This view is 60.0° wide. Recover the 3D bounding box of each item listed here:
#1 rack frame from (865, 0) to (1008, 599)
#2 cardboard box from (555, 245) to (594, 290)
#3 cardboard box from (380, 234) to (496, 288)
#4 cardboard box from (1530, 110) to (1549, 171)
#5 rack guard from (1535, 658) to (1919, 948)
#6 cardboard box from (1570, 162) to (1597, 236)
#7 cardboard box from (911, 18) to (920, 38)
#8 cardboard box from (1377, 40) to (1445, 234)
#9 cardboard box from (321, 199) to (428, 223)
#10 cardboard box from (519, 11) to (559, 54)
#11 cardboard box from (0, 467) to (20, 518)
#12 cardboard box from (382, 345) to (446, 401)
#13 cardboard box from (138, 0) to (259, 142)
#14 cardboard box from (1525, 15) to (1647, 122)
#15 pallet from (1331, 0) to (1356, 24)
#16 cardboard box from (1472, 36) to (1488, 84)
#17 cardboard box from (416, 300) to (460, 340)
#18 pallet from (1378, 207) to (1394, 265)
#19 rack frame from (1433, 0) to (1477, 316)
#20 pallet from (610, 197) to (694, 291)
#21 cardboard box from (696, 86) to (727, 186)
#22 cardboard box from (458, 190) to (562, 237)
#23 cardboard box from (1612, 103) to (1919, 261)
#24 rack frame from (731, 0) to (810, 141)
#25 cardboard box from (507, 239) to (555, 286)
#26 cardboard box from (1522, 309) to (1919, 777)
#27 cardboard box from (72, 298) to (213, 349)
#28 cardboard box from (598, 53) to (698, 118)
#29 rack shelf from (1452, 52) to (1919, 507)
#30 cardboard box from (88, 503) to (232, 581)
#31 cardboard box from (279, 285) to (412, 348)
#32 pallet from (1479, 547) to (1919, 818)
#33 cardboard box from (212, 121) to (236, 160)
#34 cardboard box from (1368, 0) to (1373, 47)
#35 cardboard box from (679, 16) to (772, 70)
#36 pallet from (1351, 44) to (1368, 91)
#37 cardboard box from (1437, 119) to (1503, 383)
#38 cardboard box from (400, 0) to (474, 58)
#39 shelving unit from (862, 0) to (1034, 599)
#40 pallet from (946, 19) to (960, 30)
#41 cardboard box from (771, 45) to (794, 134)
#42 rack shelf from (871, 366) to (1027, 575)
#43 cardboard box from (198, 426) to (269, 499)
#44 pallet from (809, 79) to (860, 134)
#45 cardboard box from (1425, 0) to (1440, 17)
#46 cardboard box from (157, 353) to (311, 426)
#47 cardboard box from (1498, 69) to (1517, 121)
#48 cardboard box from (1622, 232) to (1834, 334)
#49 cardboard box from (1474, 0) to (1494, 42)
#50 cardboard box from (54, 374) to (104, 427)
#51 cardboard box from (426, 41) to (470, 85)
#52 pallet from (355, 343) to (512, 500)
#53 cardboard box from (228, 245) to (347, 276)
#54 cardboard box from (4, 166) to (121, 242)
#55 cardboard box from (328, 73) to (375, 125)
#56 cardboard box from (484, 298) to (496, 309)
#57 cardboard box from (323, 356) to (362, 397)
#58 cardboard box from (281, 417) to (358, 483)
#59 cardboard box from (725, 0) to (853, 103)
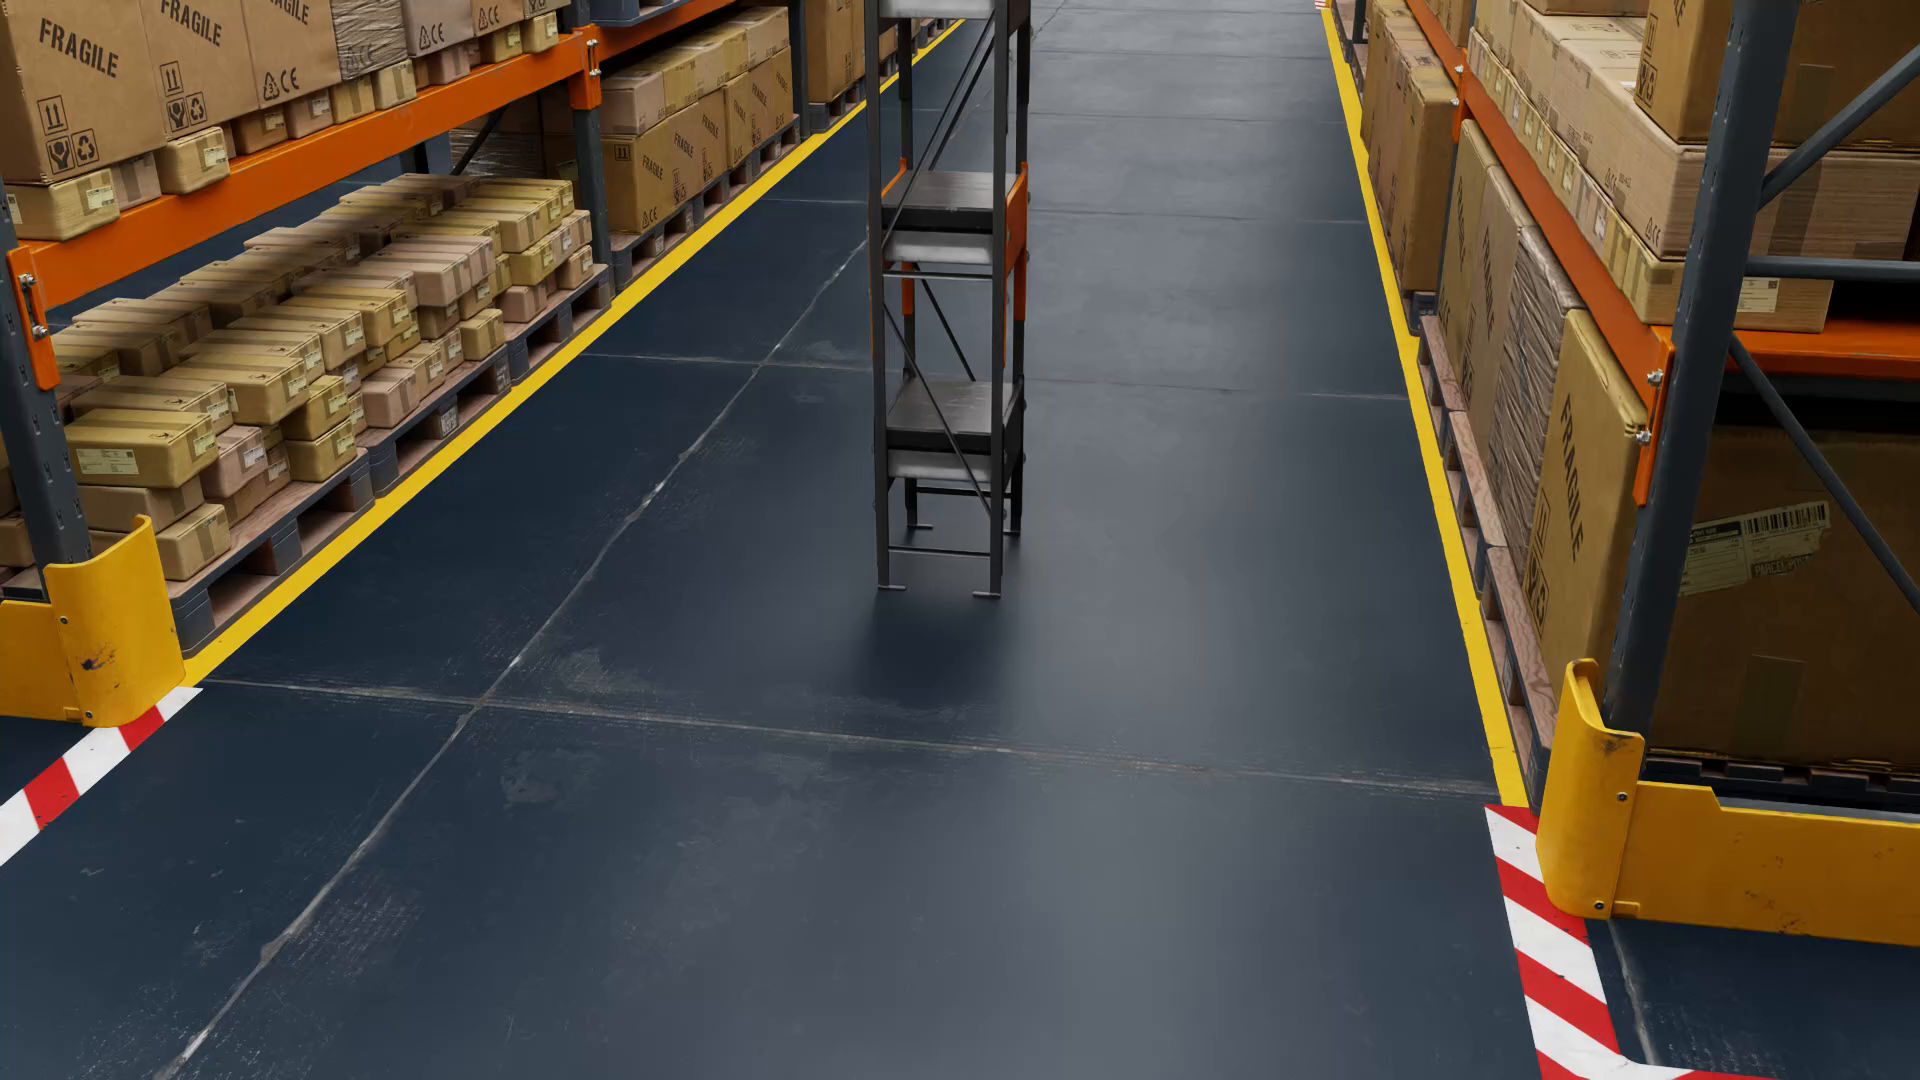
[{"bbox_3d":[-0.067,-0.780,4.939,0.400,2.100,0.015,4,25,9],"label":"rack frame"},{"bbox_3d":[-1.958,-1.295,7.846,0.380,0.149,0.250,4,25,9],"label":"cardboard box"},{"bbox_3d":[-2.140,-1.148,6.831,0.380,0.149,0.250,3,25,6],"label":"cardboard box"},{"bbox_3d":[1.976,-1.222,5.119,0.380,0.149,0.250,5,25,10],"label":"cardboard box"},{"bbox_3d":[1.989,0.617,3.842,1.175,0.500,0.348,4,25,9],"label":"rack guard"},{"bbox_3d":[1.851,-0.902,4.434,0.380,0.149,0.250,4,25,9],"label":"cardboard box"},{"bbox_3d":[-0.935,-4.835,14.700,1.050,0.750,0.750,4,25,8],"label":"cardboard box"},{"bbox_3d":[2.877,-2.069,8.642,1.225,0.875,0.875,3,25,7],"label":"cardboard box"},{"bbox_3d":[-2.587,-1.402,7.373,0.380,0.149,0.250,4,25,8],"label":"cardboard box"},{"bbox_3d":[-1.981,-2.219,7.249,0.380,0.149,0.250,3,25,7],"label":"cardboard box"},{"bbox_3d":[-3.079,-0.185,5.124,0.380,0.149,0.250,3,25,7],"label":"cardboard box"},{"bbox_3d":[-2.243,-0.655,6.478,0.380,0.149,0.250,4,25,9],"label":"cardboard box"},{"bbox_3d":[-2.476,-1.485,4.916,0.500,0.500,0.500,4,25,9],"label":"cardboard box"},{"bbox_3d":[2.058,-1.456,5.148,0.500,0.250,0.500,4,25,9],"label":"cardboard box"},{"bbox_3d":[4.428,-5.585,17.432,1.003,0.211,1.213,4,25,9],"label":"pallet"},{"bbox_3d":[2.227,-1.874,6.511,0.380,0.149,0.250,3,25,7],"label":"cardboard box"},{"bbox_3d":[-2.250,-0.920,6.693,0.380,0.149,0.250,3,25,6],"label":"cardboard box"},{"bbox_3d":[2.895,-1.775,9.292,1.003,0.211,1.213,4,25,9],"label":"pallet"},{"bbox_3d":[2.647,-2.198,6.907,1.000,3.000,0.127,4,25,9],"label":"rack frame"},{"bbox_3d":[-2.104,-1.647,9.019,1.003,0.211,1.213,4,25,9],"label":"pallet"},{"bbox_3d":[-1.691,-2.374,9.737,0.500,0.500,0.500,4,25,9],"label":"cardboard box"},{"bbox_3d":[-2.034,-1.476,7.530,0.380,0.149,0.250,4,25,9],"label":"cardboard box"},{"bbox_3d":[1.810,-0.813,3.774,0.500,0.250,0.500,4,25,8],"label":"cardboard box"},{"bbox_3d":[-1.576,-4.257,11.306,1.000,3.000,0.127,4,25,9],"label":"rack frame"},{"bbox_3d":[-2.026,-1.236,7.370,0.380,0.149,0.250,3,25,7],"label":"cardboard box"},{"bbox_3d":[2.019,-0.026,4.278,0.875,0.875,0.875,4,25,9],"label":"cardboard box"},{"bbox_3d":[-2.939,-0.757,5.994,0.380,0.149,0.250,5,26,10],"label":"cardboard box"},{"bbox_3d":[-1.764,-2.495,9.111,0.500,0.250,0.500,5,25,10],"label":"cardboard box"},{"bbox_3d":[2.320,-1.036,5.273,1.077,0.370,4.000,4,25,9],"label":"rack shelf"},{"bbox_3d":[-2.482,-0.007,5.094,0.380,0.149,0.250,5,25,10],"label":"cardboard box"},{"bbox_3d":[-2.268,-0.827,6.144,0.380,0.149,0.250,4,25,9],"label":"cardboard box"},{"bbox_3d":[2.046,0.398,4.650,1.003,0.211,1.213,4,25,9],"label":"pallet"},{"bbox_3d":[-2.503,-1.246,5.170,0.380,0.149,0.250,5,26,11],"label":"cardboard box"},{"bbox_3d":[3.832,-4.356,13.947,0.700,0.500,0.500,2,25,4],"label":"cardboard box"},{"bbox_3d":[-1.501,-3.138,10.485,0.500,0.250,0.500,4,25,9],"label":"cardboard box"},{"bbox_3d":[3.828,-3.955,13.951,1.003,0.211,1.213,4,25,9],"label":"pallet"},{"bbox_3d":[2.460,-1.155,6.691,0.875,0.875,0.875,4,25,9],"label":"cardboard box"},{"bbox_3d":[-2.199,-2.117,6.266,0.500,0.500,0.500,4,25,8],"label":"cardboard box"},{"bbox_3d":[-0.027,-0.882,5.157,0.431,2.100,0.503,4,25,9],"label":"shelving unit"},{"bbox_3d":[-0.524,-5.491,17.232,1.003,0.211,1.213,4,25,9],"label":"pallet"},{"bbox_3d":[-1.426,-3.021,11.120,0.500,0.500,0.500,4,25,8],"label":"cardboard box"},{"bbox_3d":[-0.027,-0.235,5.460,0.431,0.518,0.480,4,25,9],"label":"rack shelf"},{"bbox_3d":[-2.445,-0.257,5.277,0.380,0.149,0.250,4,25,8],"label":"cardboard box"},{"bbox_3d":[-1.373,-3.318,12.590,1.003,0.211,1.213,4,25,9],"label":"pallet"},{"bbox_3d":[2.620,-2.883,8.253,0.500,0.500,0.500,4,25,8],"label":"cardboard box"},{"bbox_3d":[-2.369,-0.495,5.435,0.380,0.149,0.250,4,25,8],"label":"cardboard box"},{"bbox_3d":[2.102,-1.546,5.812,0.380,0.149,0.250,4,25,8],"label":"cardboard box"},{"bbox_3d":[1.726,-0.583,3.753,0.380,0.149,0.250,5,25,10],"label":"cardboard box"},{"bbox_3d":[2.311,-2.086,6.495,0.500,0.250,0.500,4,25,8],"label":"cardboard box"},{"bbox_3d":[-2.950,-0.419,5.274,0.380,0.149,0.250,5,25,10],"label":"cardboard box"},{"bbox_3d":[-2.164,-1.890,6.545,0.380,0.149,0.250,3,25,6],"label":"cardboard box"},{"bbox_3d":[-2.502,-0.526,6.624,1.003,0.211,1.213,4,25,9],"label":"pallet"},{"bbox_3d":[-2.692,-1.071,6.666,0.380,0.149,0.250,3,25,6],"label":"cardboard box"},{"bbox_3d":[-2.508,-0.910,4.452,0.380,0.149,0.250,4,25,8],"label":"cardboard box"},{"bbox_3d":[-2.303,-1.566,5.853,0.380,0.149,0.250,5,26,10],"label":"cardboard box"},{"bbox_3d":[-2.226,-0.976,7.164,0.380,0.149,0.250,3,25,7],"label":"cardboard box"},{"bbox_3d":[-2.393,-0.582,5.973,0.380,0.149,0.250,3,25,6],"label":"cardboard box"},{"bbox_3d":[-2.337,-0.326,5.775,0.380,0.149,0.250,4,25,9],"label":"cardboard box"},{"bbox_3d":[-1.388,-3.677,12.225,1.050,0.750,0.750,4,25,8],"label":"cardboard box"}]
